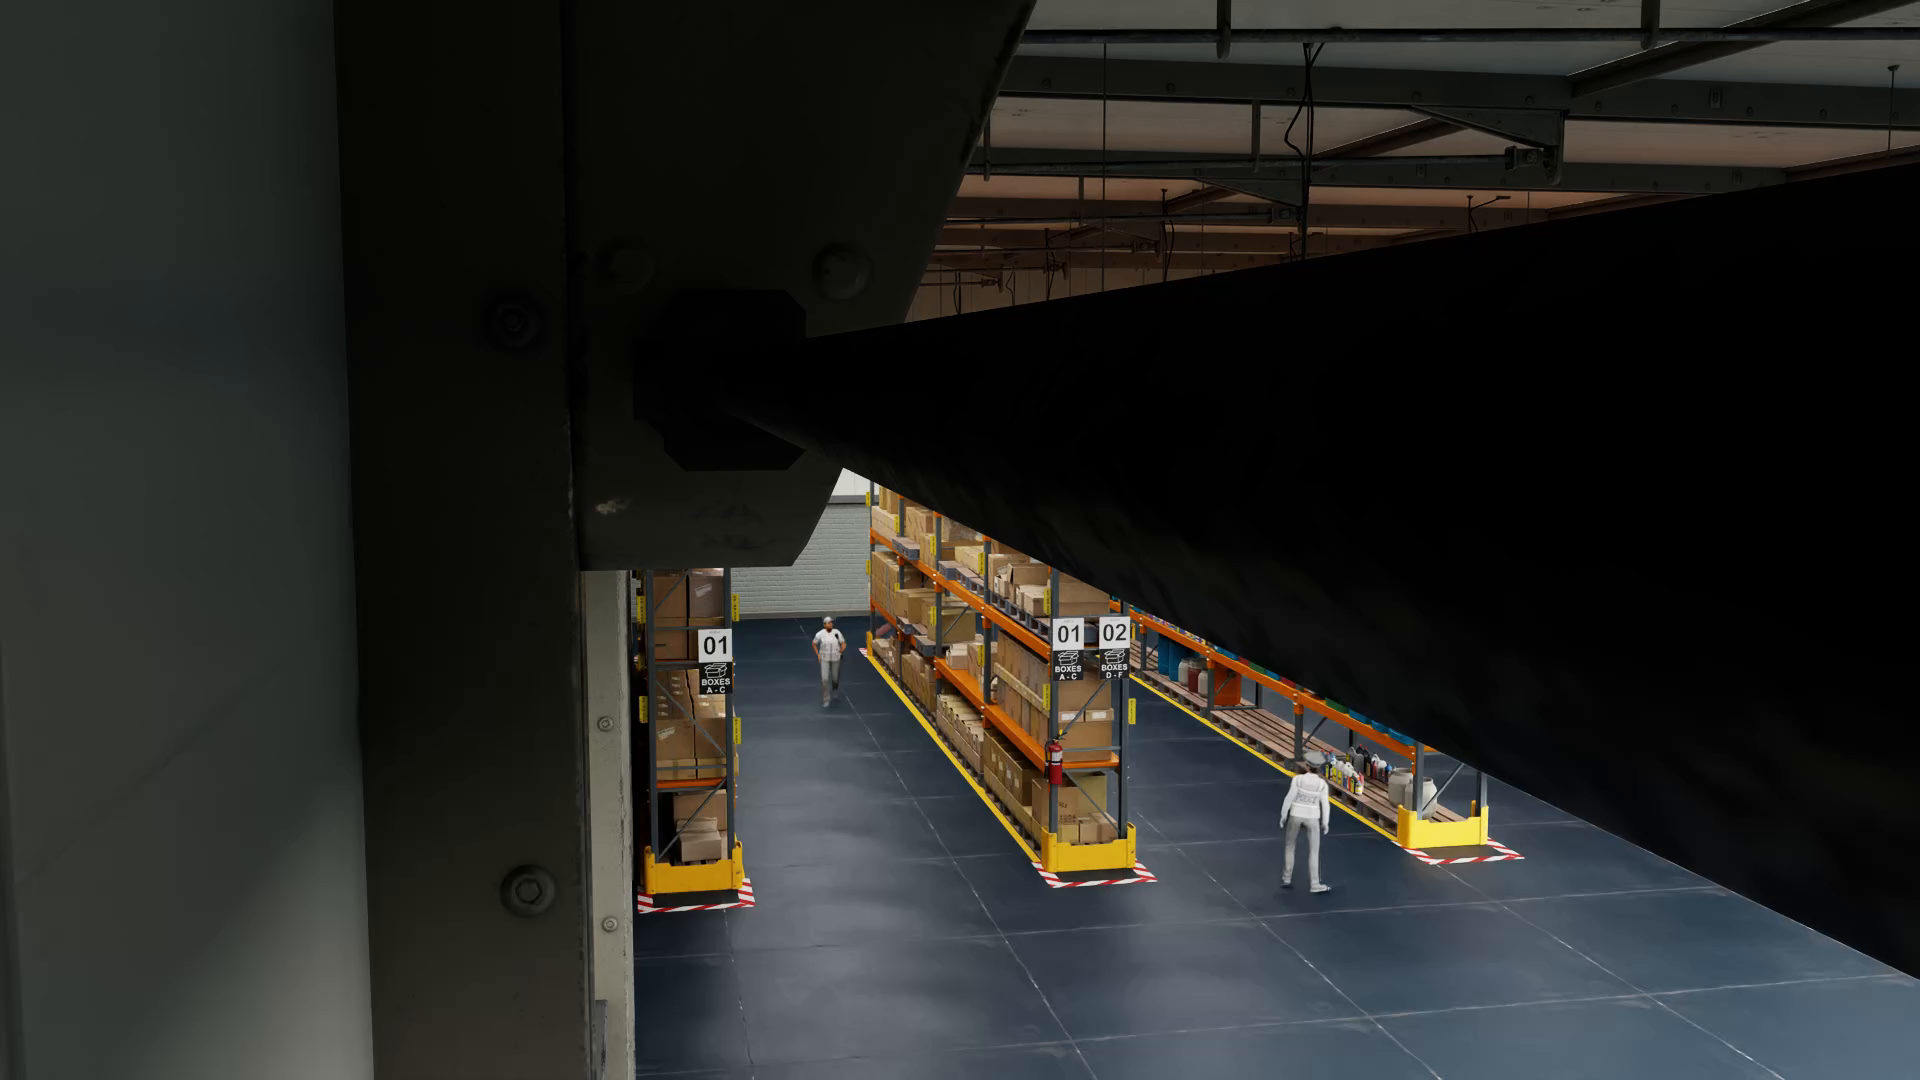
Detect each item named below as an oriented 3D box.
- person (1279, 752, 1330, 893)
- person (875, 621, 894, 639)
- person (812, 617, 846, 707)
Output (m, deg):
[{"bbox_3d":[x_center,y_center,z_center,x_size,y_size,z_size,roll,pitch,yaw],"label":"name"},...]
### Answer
[{"bbox_3d":[4.160,3.420,20.138,0.616,1.731,0.403,3,6,23],"label":"person"},{"bbox_3d":[-1.508,1.565,37.914,0.980,1.611,0.542,0,6,3],"label":"person"},{"bbox_3d":[-2.456,2.295,31.269,0.643,1.669,0.737,0,6,-4],"label":"person"}]
